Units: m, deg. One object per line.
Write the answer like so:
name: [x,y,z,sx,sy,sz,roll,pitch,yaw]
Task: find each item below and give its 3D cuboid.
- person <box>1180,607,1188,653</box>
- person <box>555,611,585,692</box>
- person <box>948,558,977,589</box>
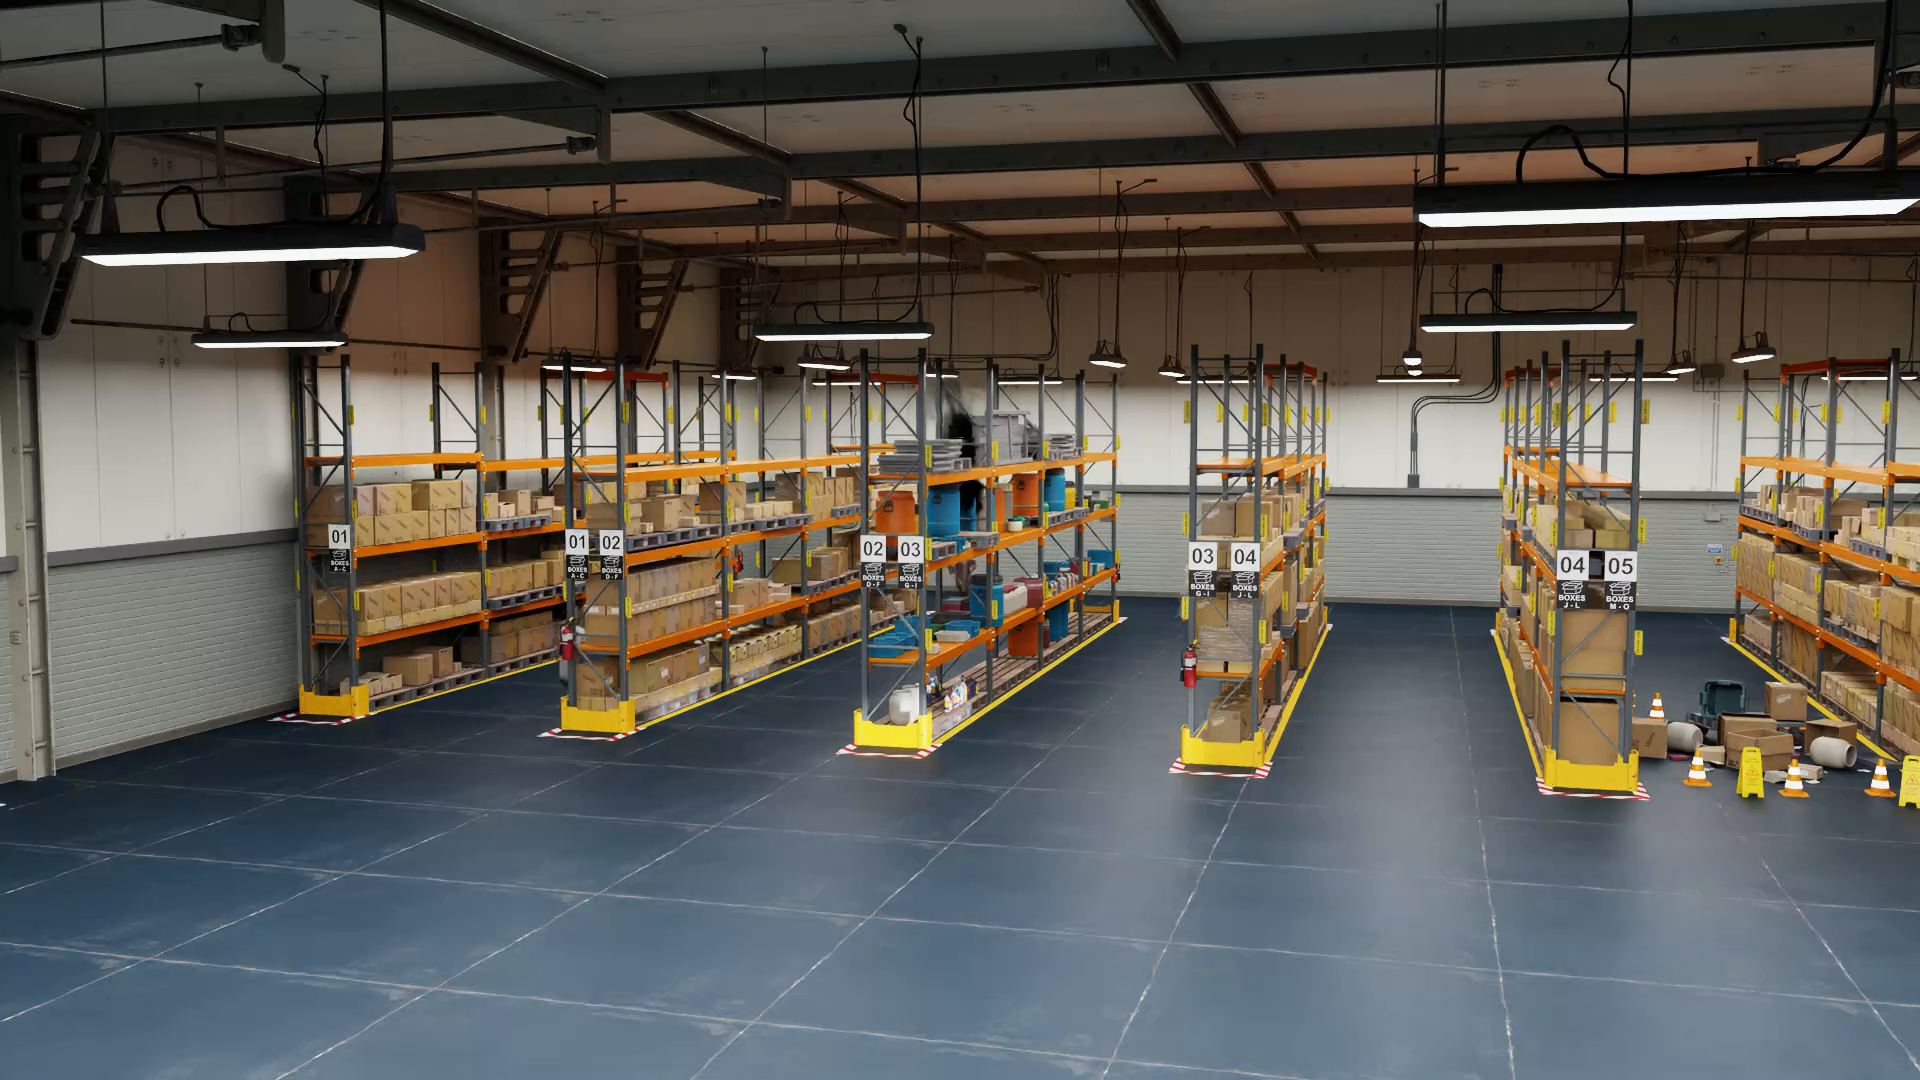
person: [4.741,1.668,33.750,0.563,1.609,0.589,1,4,11]
person: [-6.725,1.993,28.635,0.557,1.578,0.650,0,4,3]
person: [0.078,1.009,41.737,0.702,1.812,0.803,-2,5,-21]
